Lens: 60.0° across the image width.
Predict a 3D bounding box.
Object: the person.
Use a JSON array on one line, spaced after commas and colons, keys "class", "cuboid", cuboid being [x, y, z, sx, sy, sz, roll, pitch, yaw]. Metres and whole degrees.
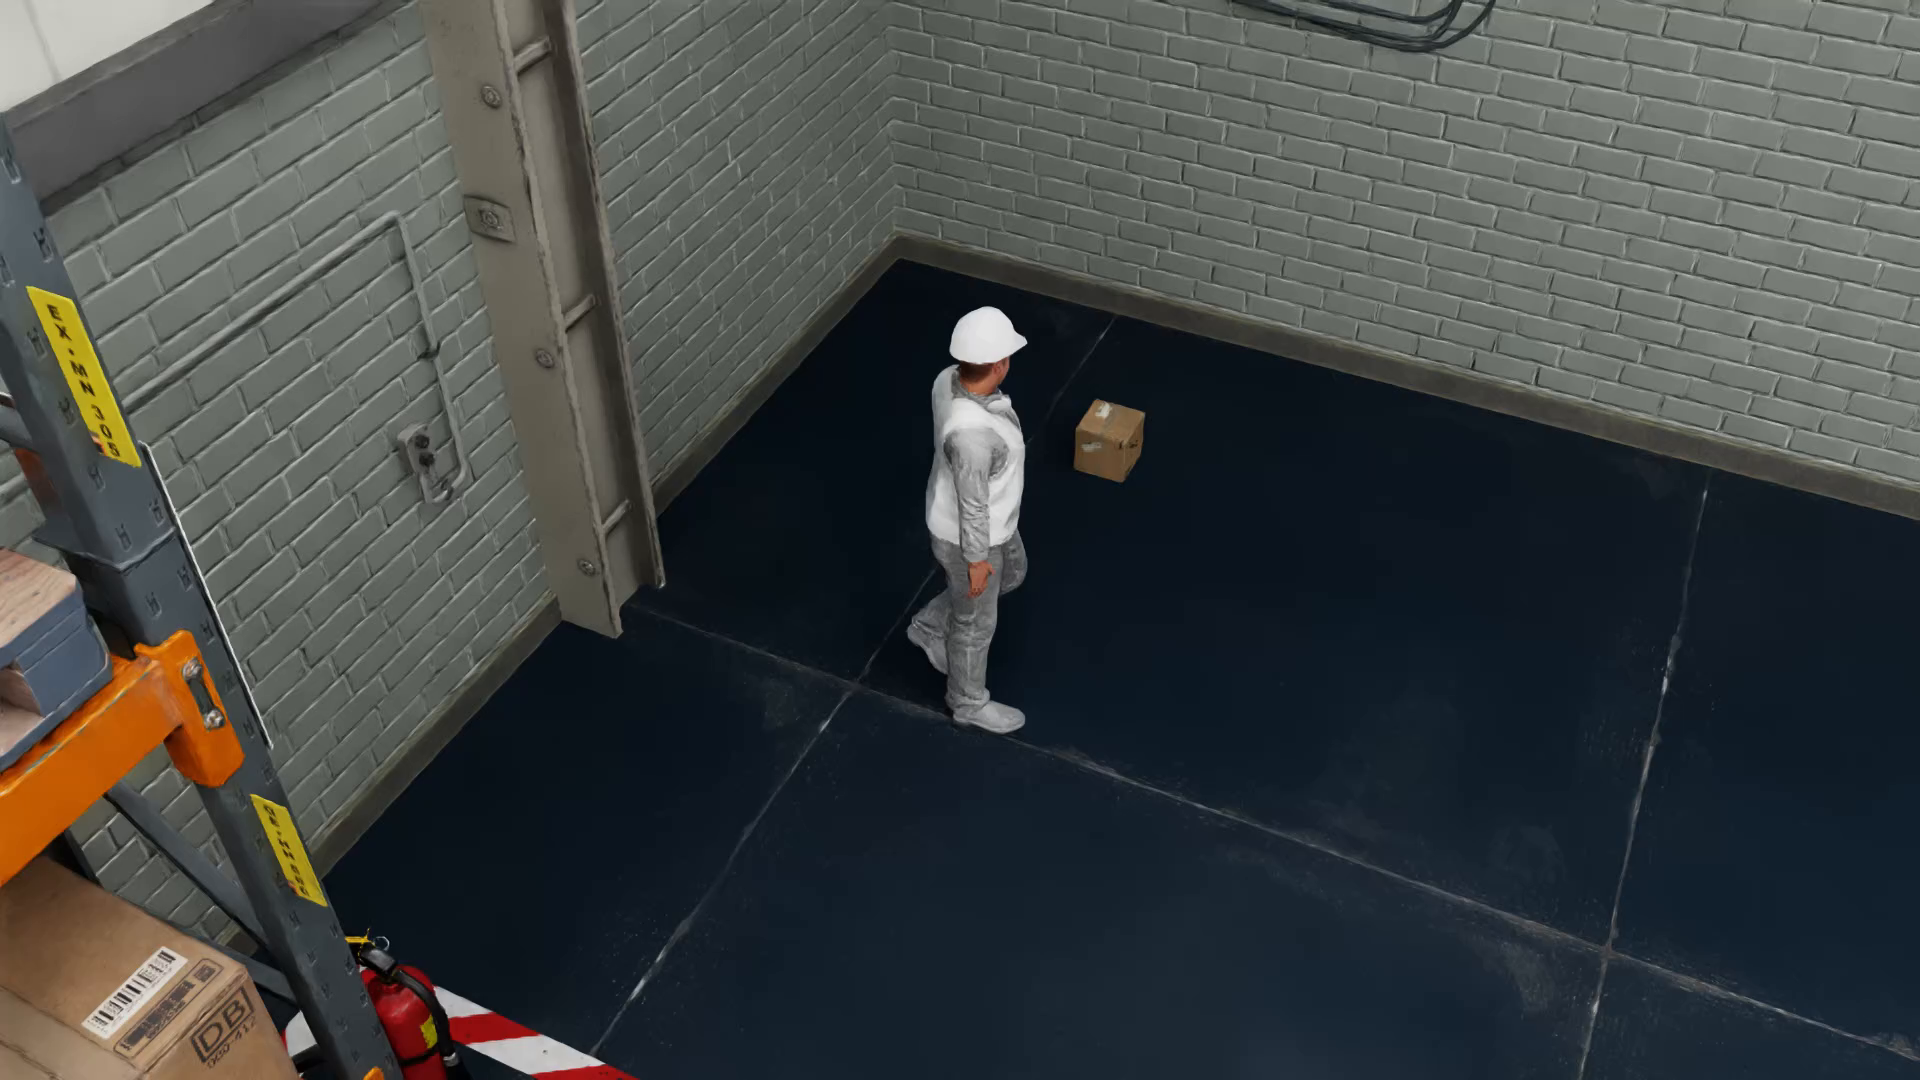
[{"class": "person", "cuboid": [0.027, -0.076, 6.215, 0.486, 1.760, 0.605, -1, 42, -1]}]
